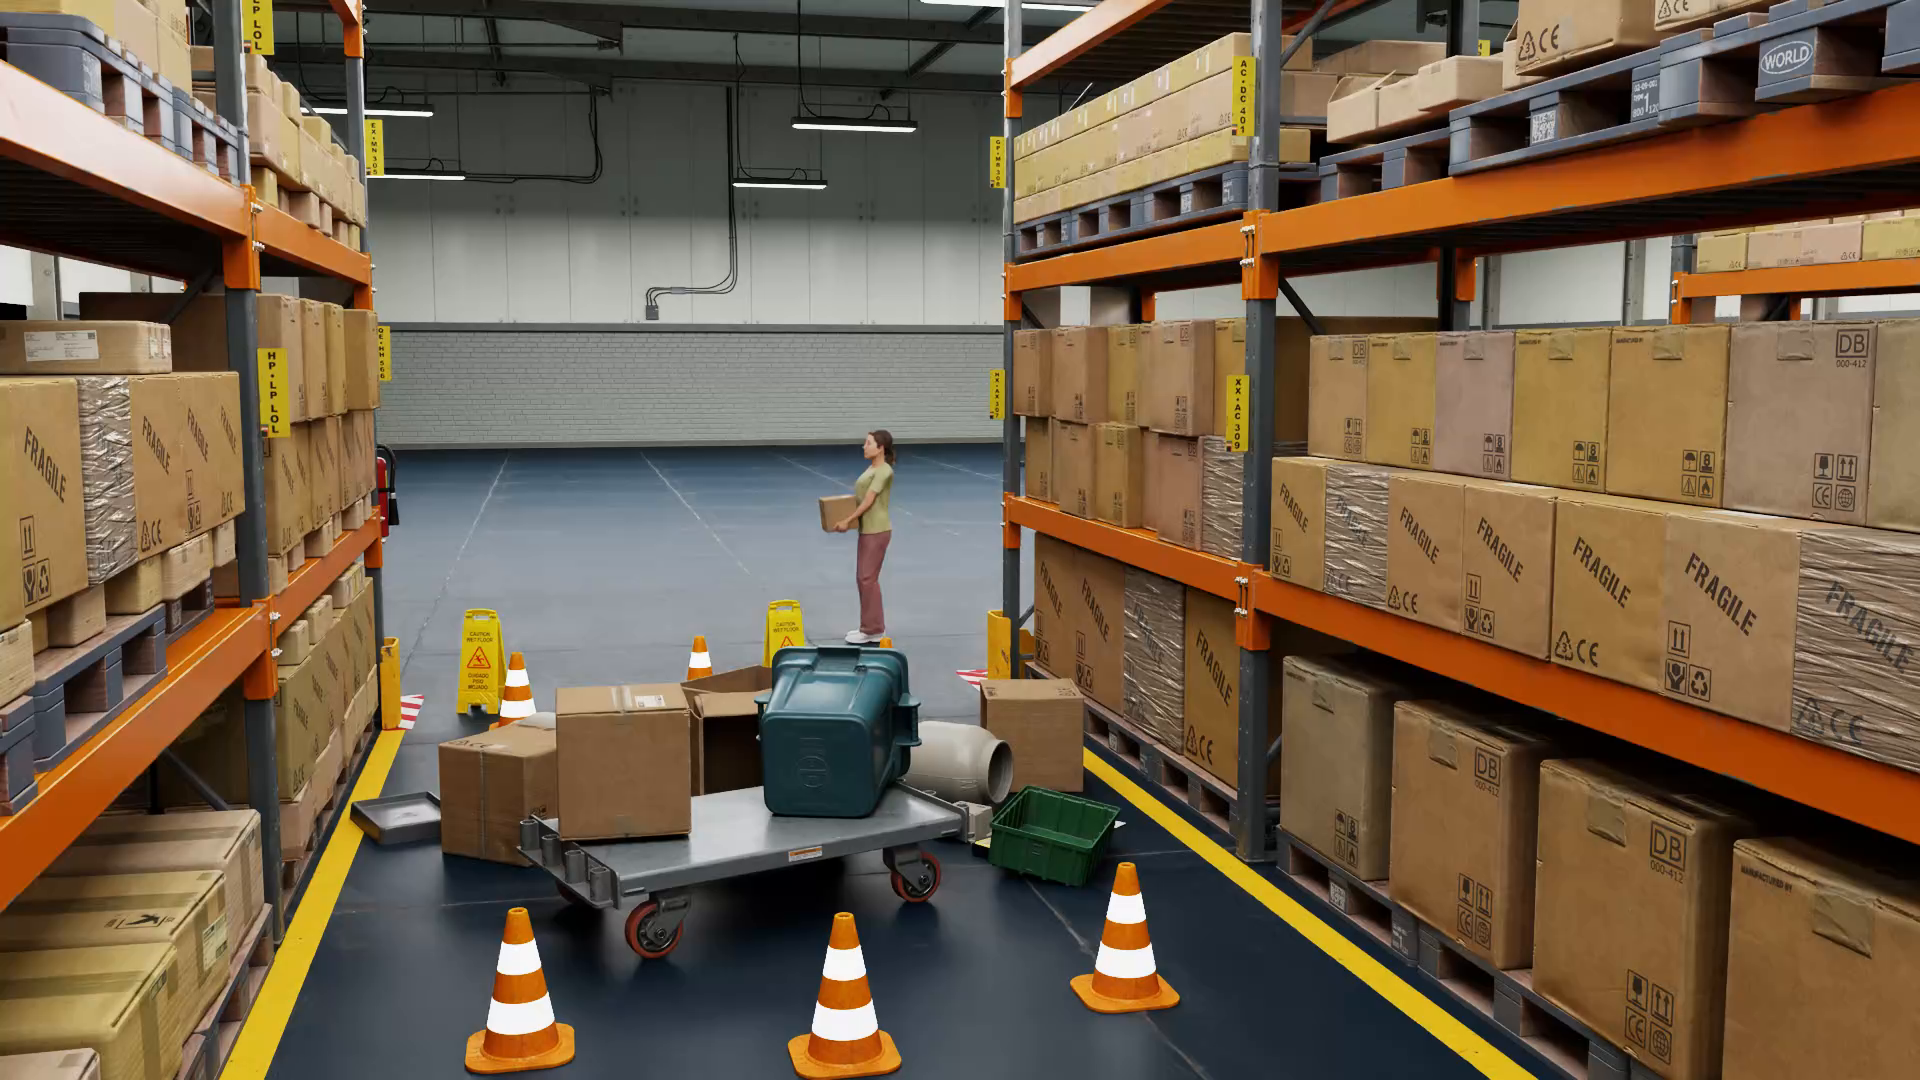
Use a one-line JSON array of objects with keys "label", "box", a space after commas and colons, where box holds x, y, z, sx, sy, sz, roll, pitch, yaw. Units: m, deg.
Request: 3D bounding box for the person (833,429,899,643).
[{"label": "person", "box": [-0.747, -0.033, 13.001, 0.544, 1.667, 0.426, -1, 6, -13]}]
